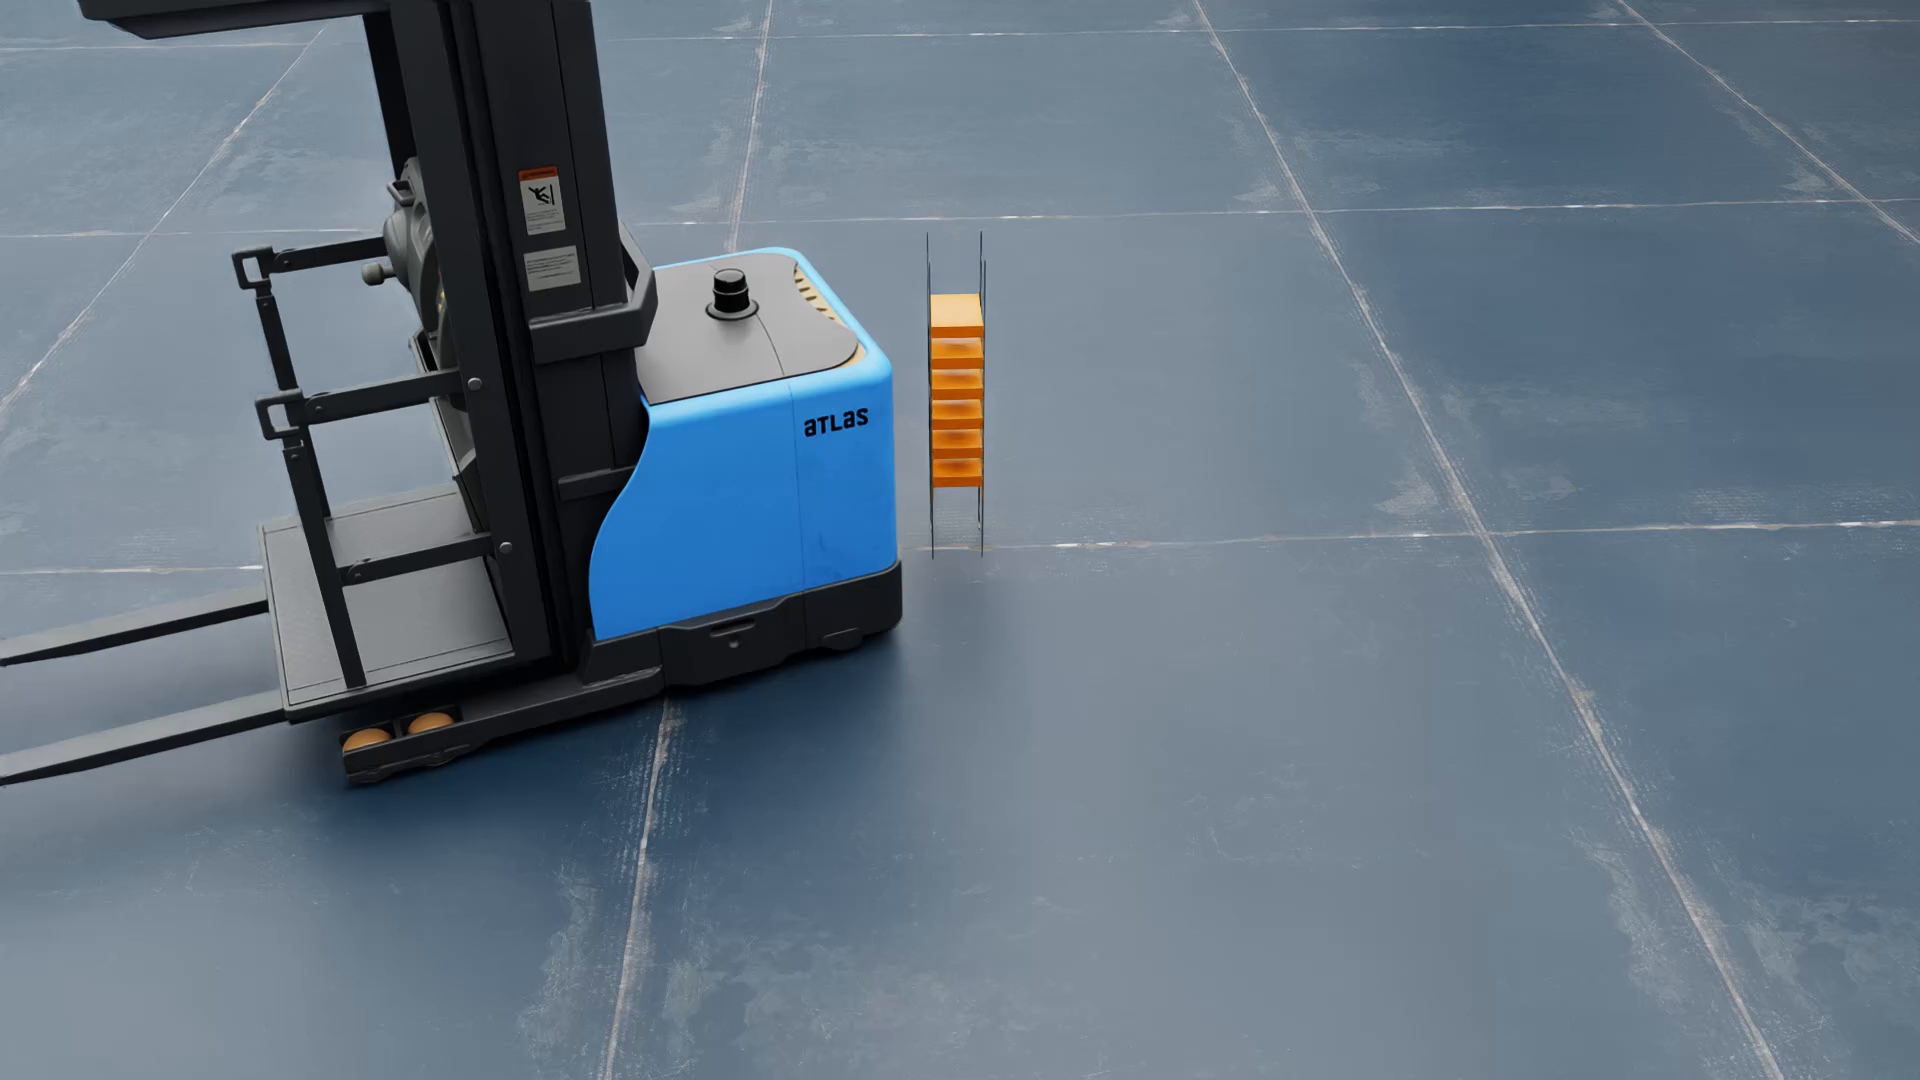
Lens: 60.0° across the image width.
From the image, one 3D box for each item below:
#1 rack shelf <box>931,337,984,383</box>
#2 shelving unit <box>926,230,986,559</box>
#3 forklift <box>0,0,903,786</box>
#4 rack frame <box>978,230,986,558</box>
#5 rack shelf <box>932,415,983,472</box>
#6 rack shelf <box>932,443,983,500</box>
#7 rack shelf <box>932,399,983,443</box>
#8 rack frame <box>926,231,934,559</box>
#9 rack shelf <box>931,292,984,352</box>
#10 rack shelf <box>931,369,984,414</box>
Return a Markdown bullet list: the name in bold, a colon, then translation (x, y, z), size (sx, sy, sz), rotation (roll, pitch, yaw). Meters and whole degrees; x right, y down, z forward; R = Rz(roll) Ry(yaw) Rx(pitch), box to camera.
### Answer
- **rack shelf**: translation (-0.014, -0.654, 5.797), size (0.180, 0.103, 0.258), rotation (-2, 35, -2)
- **shelving unit**: translation (-0.014, -0.493, 5.908), size (0.189, 1.200, 0.258), rotation (-2, 35, -2)
- **forklift**: translation (-1.764, -0.795, 4.823), size (3.031, 2.935, 1.130), rotation (-14, 37, -19)
- **rack frame**: translation (0.077, -0.495, 5.912), size (0.006, 1.200, 0.240), rotation (-2, 35, -2)
- **rack shelf**: translation (-0.014, -0.358, 6.002), size (0.180, 0.103, 0.258), rotation (-2, 35, -2)
- **rack shelf**: translation (-0.014, -0.259, 6.070), size (0.180, 0.103, 0.258), rotation (-2, 35, -2)
- **rack shelf**: translation (-0.014, -0.456, 5.933), size (0.180, 0.103, 0.258), rotation (-2, 35, -2)
- **rack frame**: translation (-0.106, -0.491, 5.904), size (0.006, 1.200, 0.240), rotation (-2, 35, -2)
- **rack shelf**: translation (-0.014, -0.752, 5.728), size (0.180, 0.103, 0.258), rotation (-2, 35, -2)
- **rack shelf**: translation (-0.014, -0.555, 5.865), size (0.180, 0.103, 0.258), rotation (-2, 35, -2)
